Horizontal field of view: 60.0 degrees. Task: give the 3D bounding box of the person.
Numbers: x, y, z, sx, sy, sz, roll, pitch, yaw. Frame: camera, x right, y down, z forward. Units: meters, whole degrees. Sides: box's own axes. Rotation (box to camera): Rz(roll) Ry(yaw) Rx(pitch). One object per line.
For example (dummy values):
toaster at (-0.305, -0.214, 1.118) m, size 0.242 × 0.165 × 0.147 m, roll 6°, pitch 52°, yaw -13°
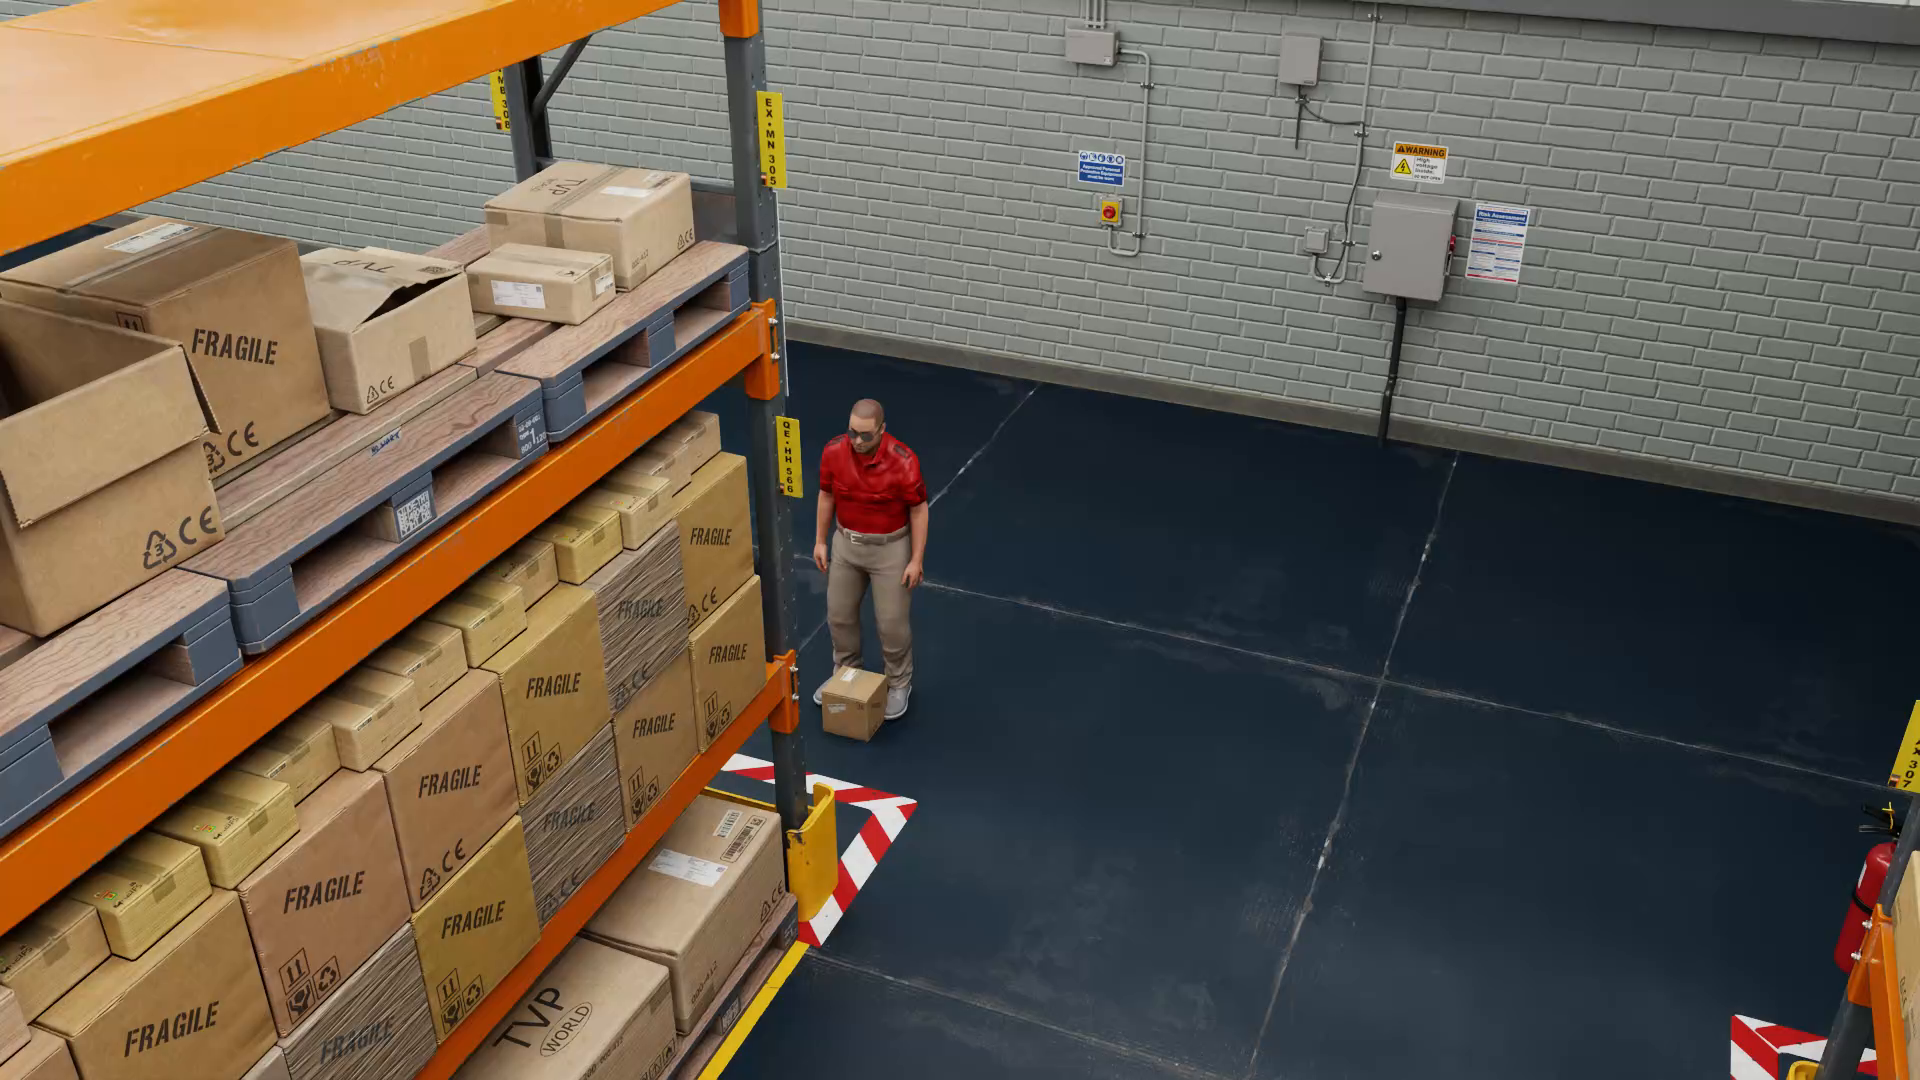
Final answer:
person at (-0.447, 0.067, 8.294) m, size 0.588 × 1.726 × 0.390 m, roll 10°, pitch 31°, yaw 17°
